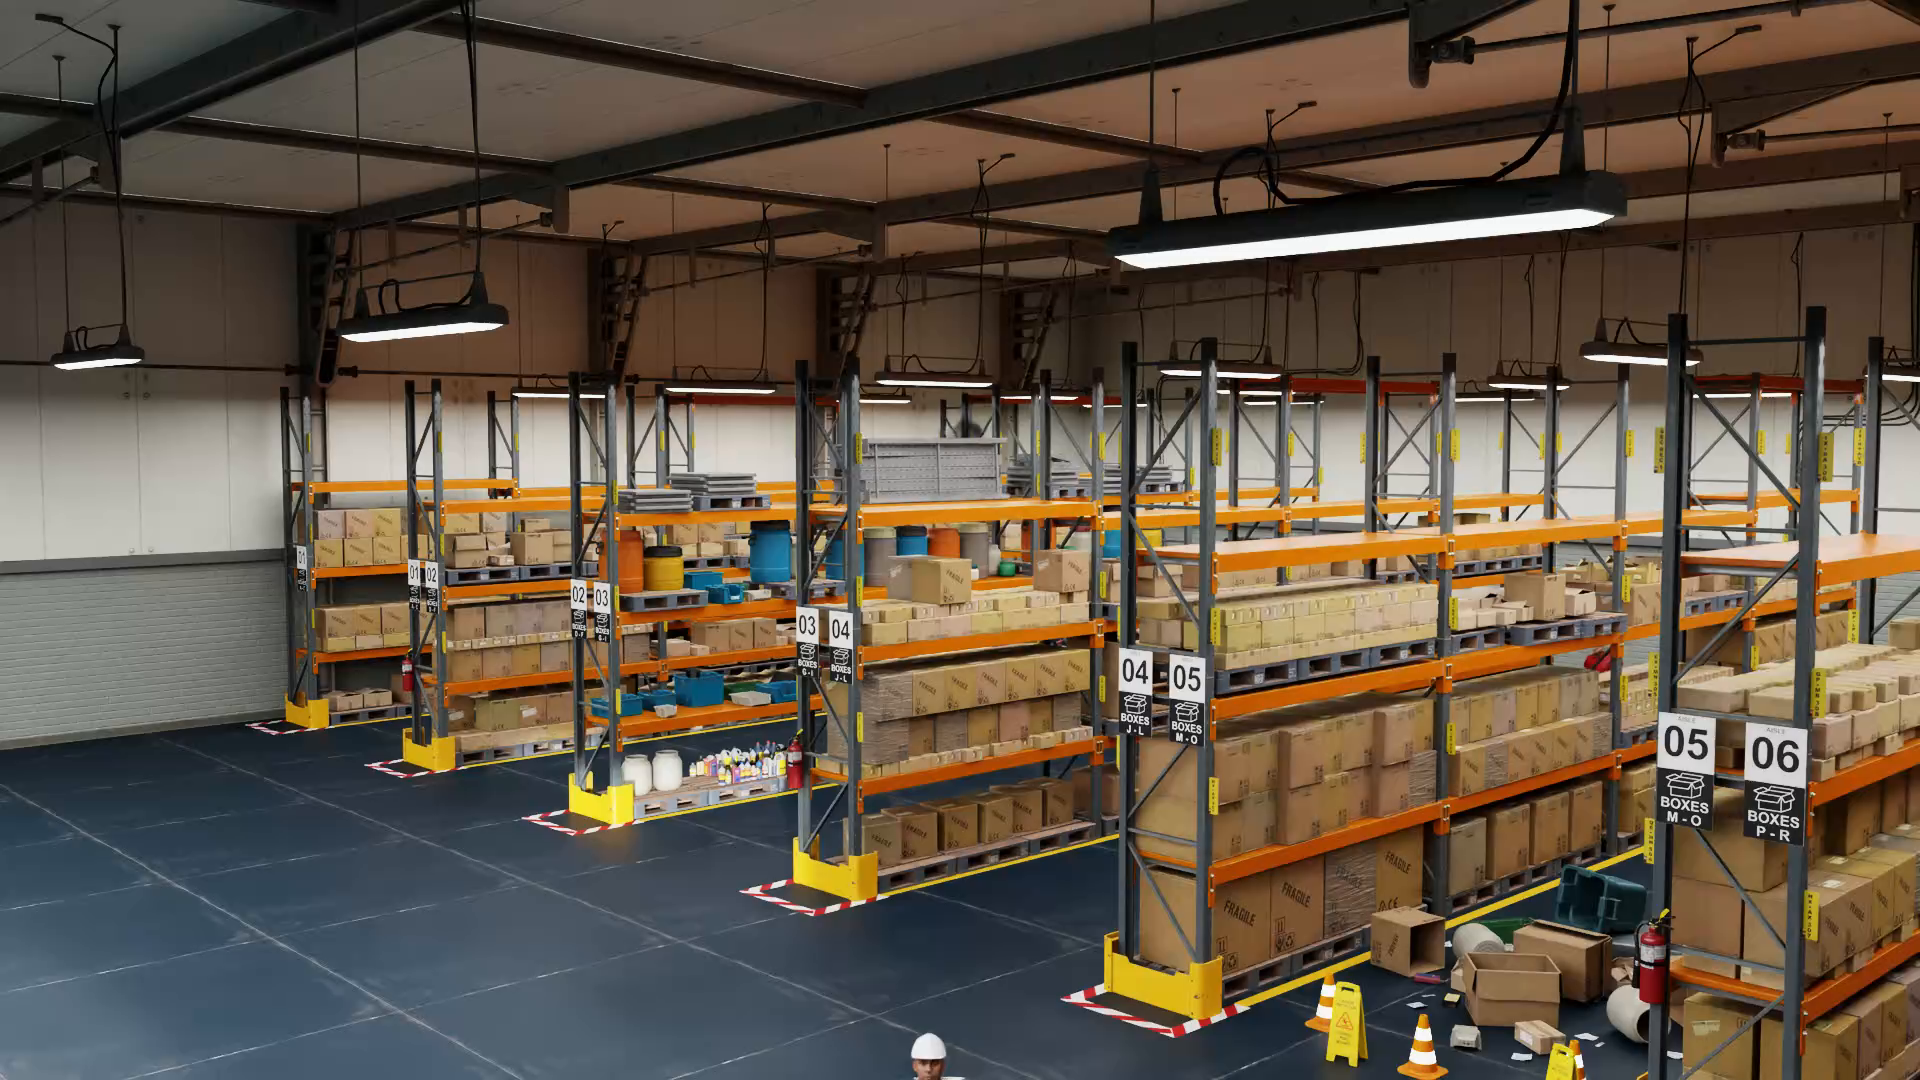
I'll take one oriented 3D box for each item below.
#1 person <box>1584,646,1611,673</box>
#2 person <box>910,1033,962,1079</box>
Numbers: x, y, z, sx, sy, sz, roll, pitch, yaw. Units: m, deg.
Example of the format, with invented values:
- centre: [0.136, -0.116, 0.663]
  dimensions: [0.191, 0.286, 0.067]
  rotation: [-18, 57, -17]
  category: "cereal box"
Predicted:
- centre: [10.877, 2.539, 28.125]
  dimensions: [0.698, 1.697, 0.909]
  rotation: [2, 4, 32]
  category: "person"
- centre: [-0.166, 3.685, 9.444]
  dimensions: [0.663, 1.754, 0.550]
  rotation: [0, 4, 3]
  category: "person"
